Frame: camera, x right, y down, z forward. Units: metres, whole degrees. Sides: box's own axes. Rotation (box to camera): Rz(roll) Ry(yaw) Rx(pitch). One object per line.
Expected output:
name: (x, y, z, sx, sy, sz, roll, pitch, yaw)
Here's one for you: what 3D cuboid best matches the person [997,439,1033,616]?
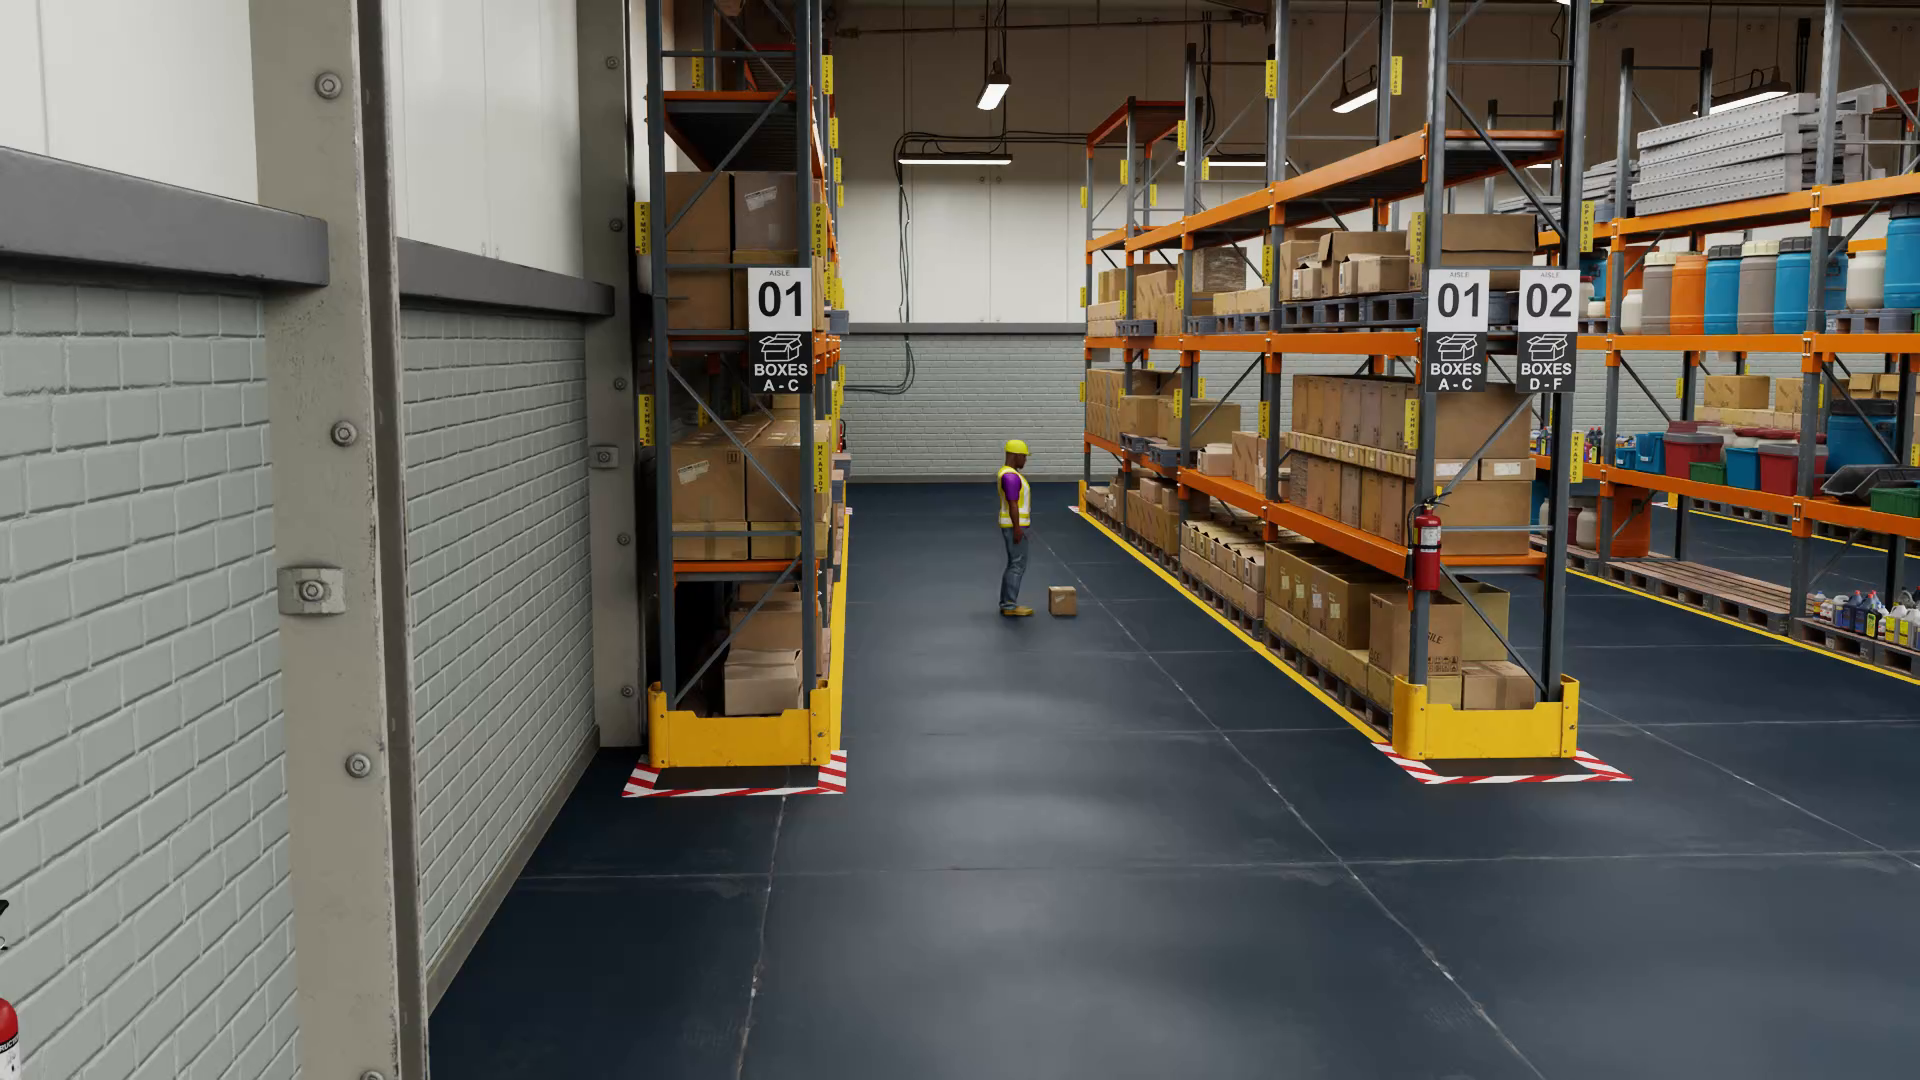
person: (0.550, -0.133, 16.768, 0.364, 1.763, 0.567, 0, 7, -3)
